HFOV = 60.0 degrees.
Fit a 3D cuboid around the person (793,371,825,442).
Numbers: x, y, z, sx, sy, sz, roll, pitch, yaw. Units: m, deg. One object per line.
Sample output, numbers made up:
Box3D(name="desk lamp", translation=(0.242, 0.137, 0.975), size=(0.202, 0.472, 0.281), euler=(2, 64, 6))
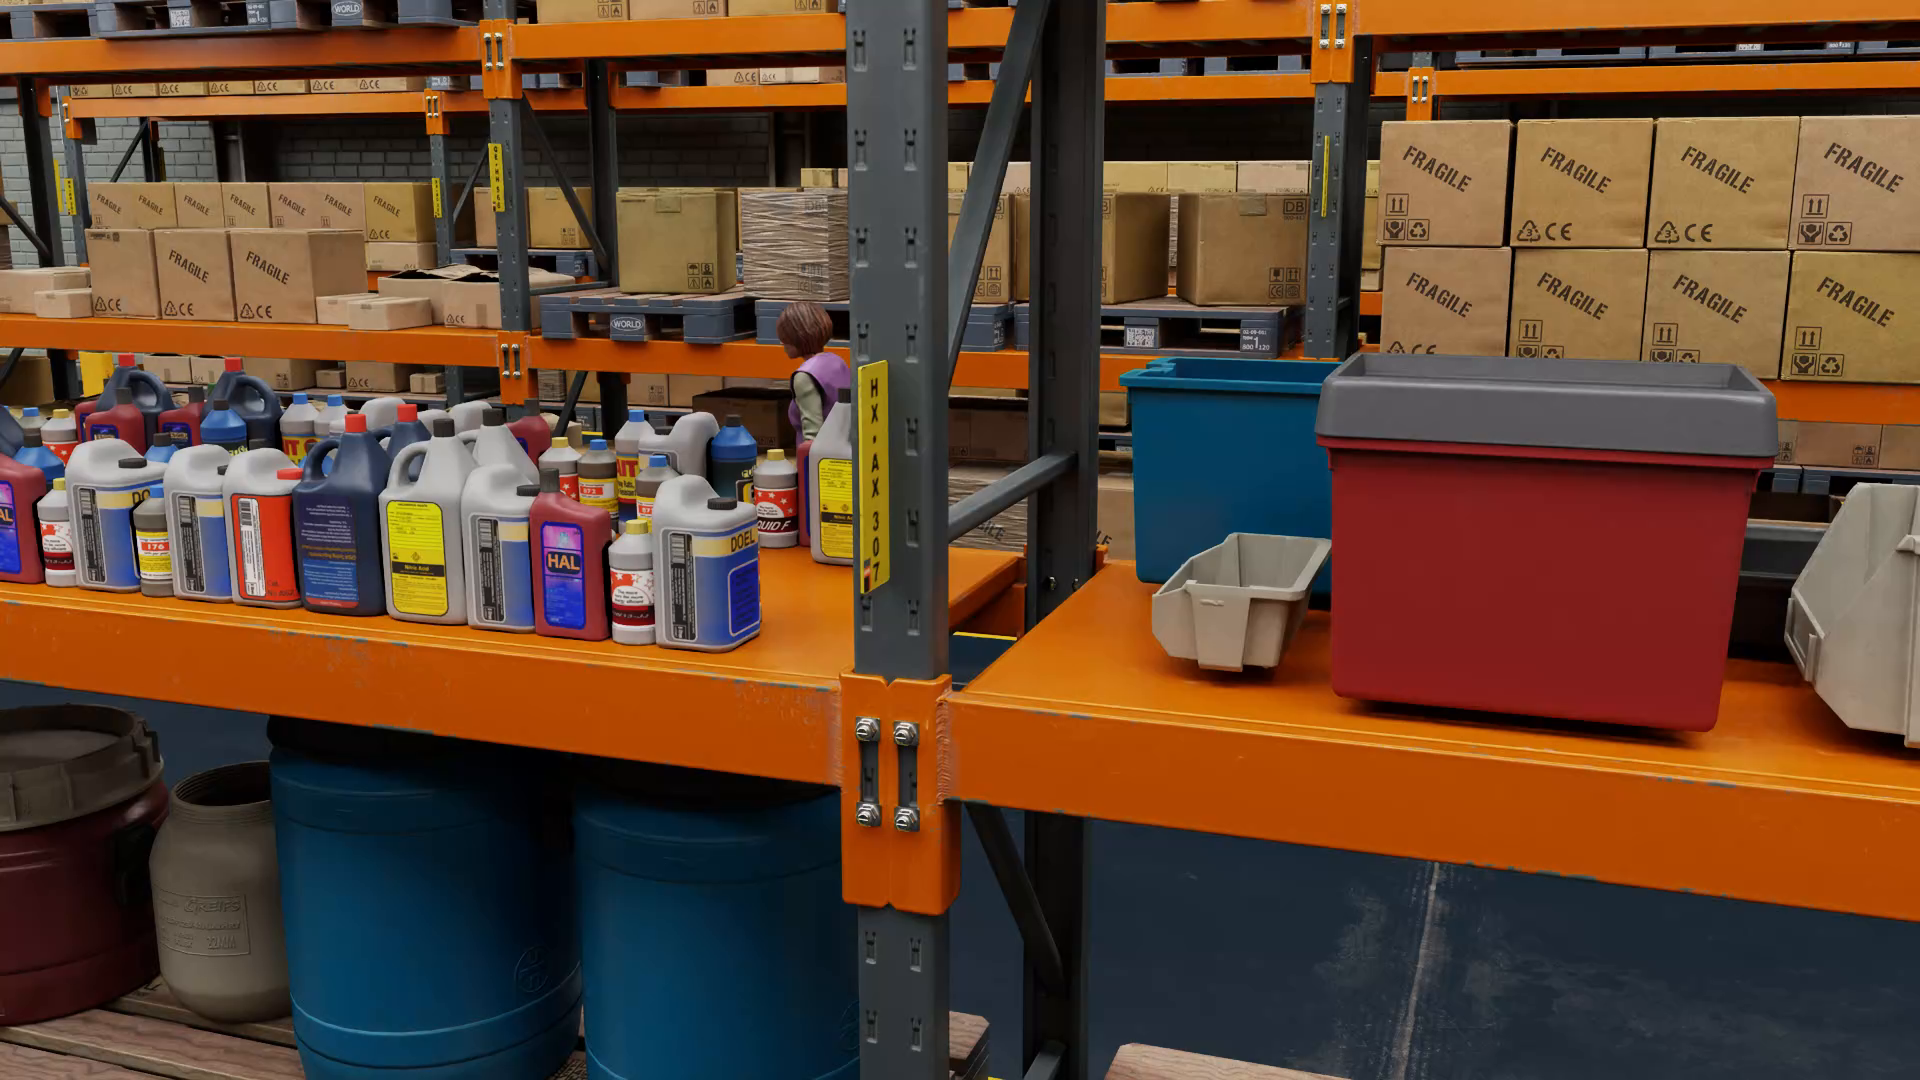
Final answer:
Box3D(name="person", translation=(-0.557, -0.057, 6.827), size=(0.318, 1.352, 0.469), euler=(4, 13, 18))
